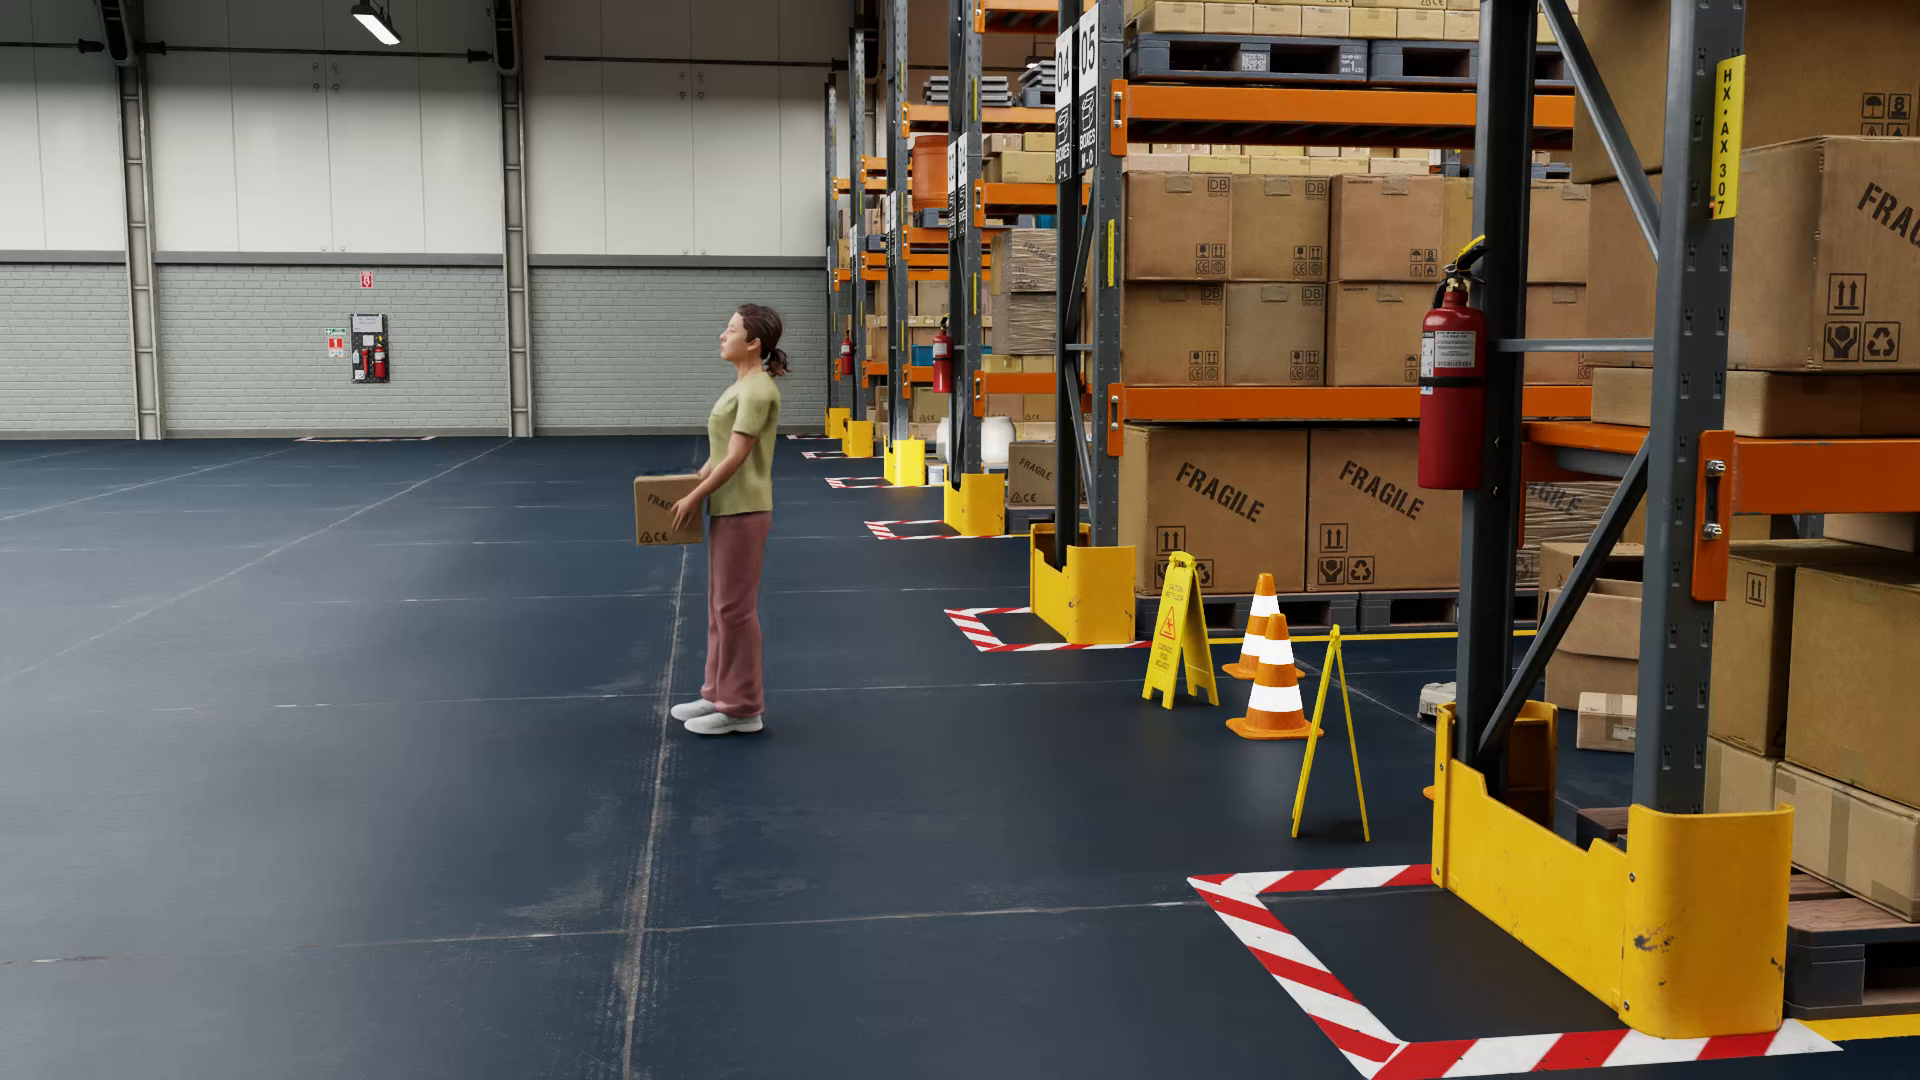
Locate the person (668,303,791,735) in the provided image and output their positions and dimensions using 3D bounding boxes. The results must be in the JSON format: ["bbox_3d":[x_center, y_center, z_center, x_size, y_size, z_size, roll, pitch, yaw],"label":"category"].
[{"bbox_3d":[-0.897,-0.082,6.508,0.489,1.677,0.477,-1,7,-10],"label":"person"}]
